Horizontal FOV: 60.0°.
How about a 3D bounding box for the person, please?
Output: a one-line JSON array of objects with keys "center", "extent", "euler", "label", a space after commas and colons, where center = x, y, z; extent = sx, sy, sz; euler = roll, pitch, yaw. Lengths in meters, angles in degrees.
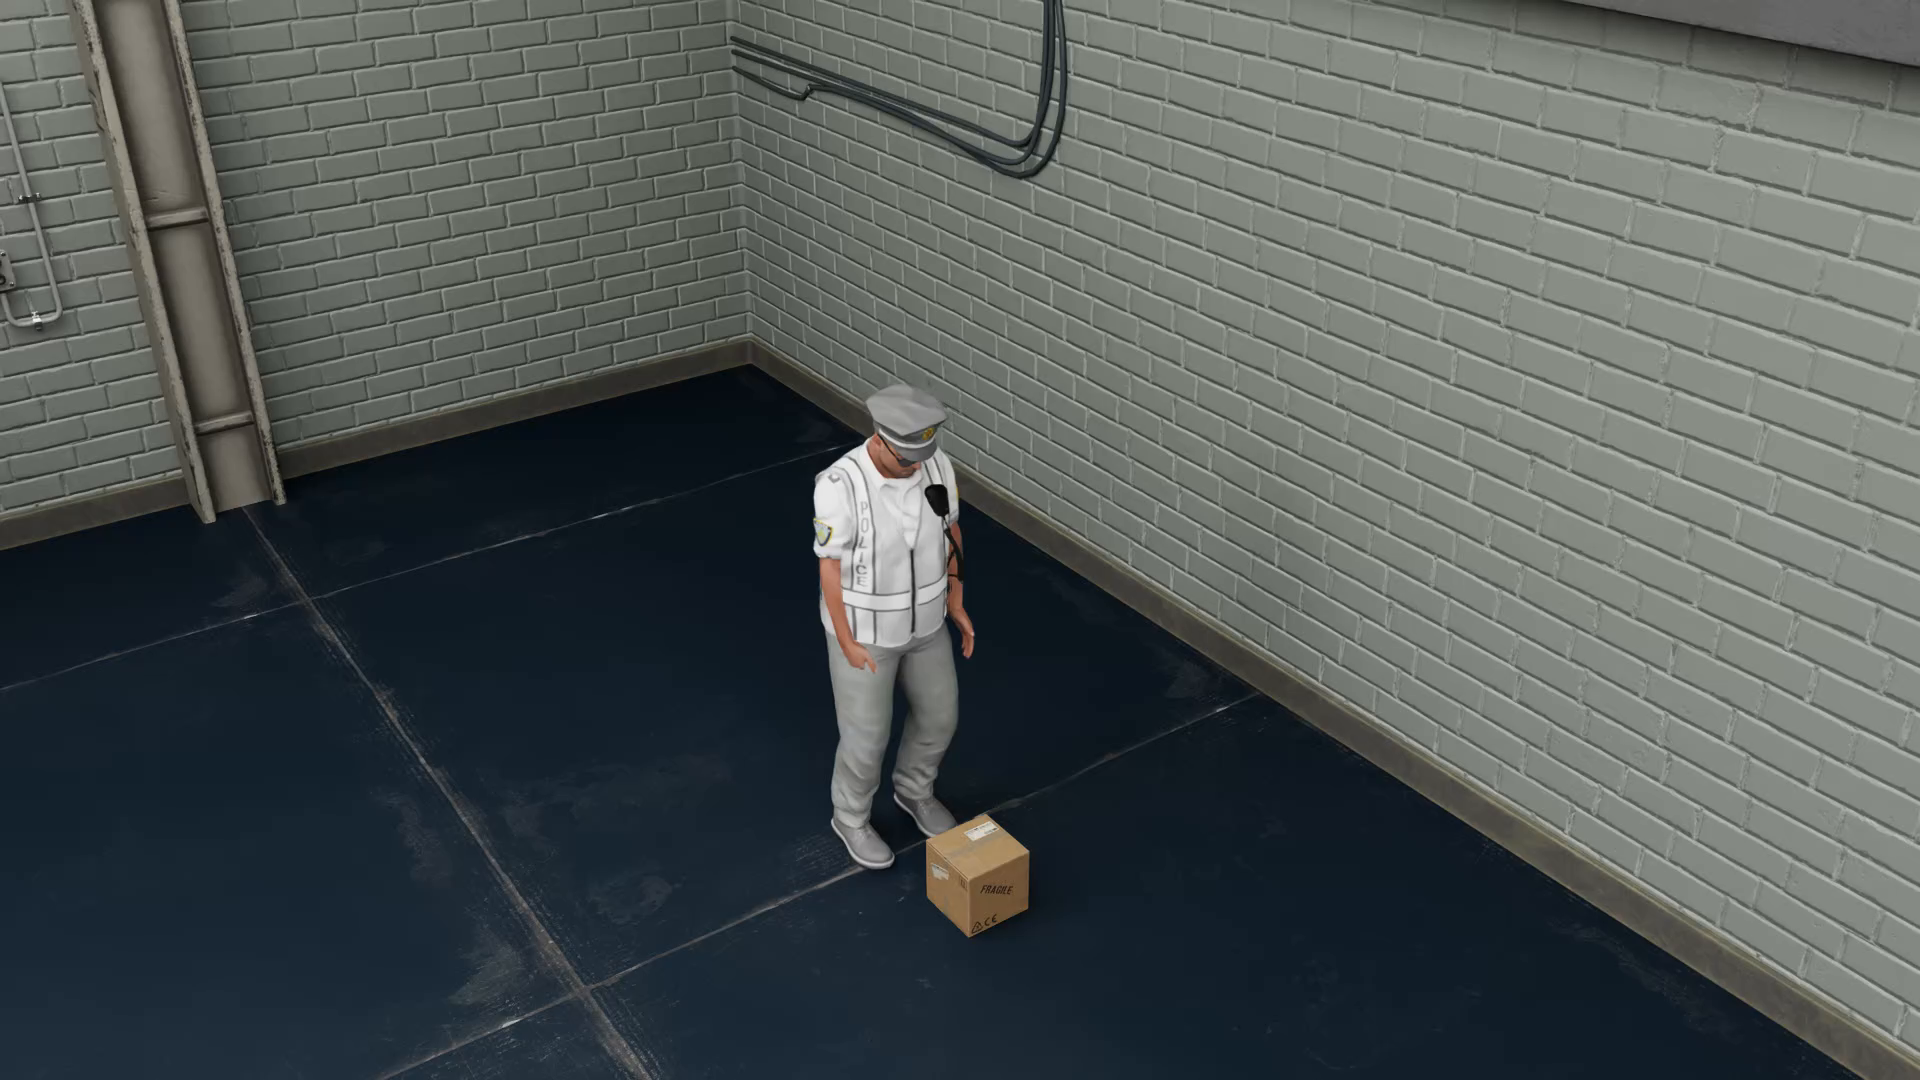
[{"center": [-0.221, 0.283, 5.632], "extent": [0.544, 1.726, 0.424], "euler": [-18, 33, -30], "label": "person"}]
